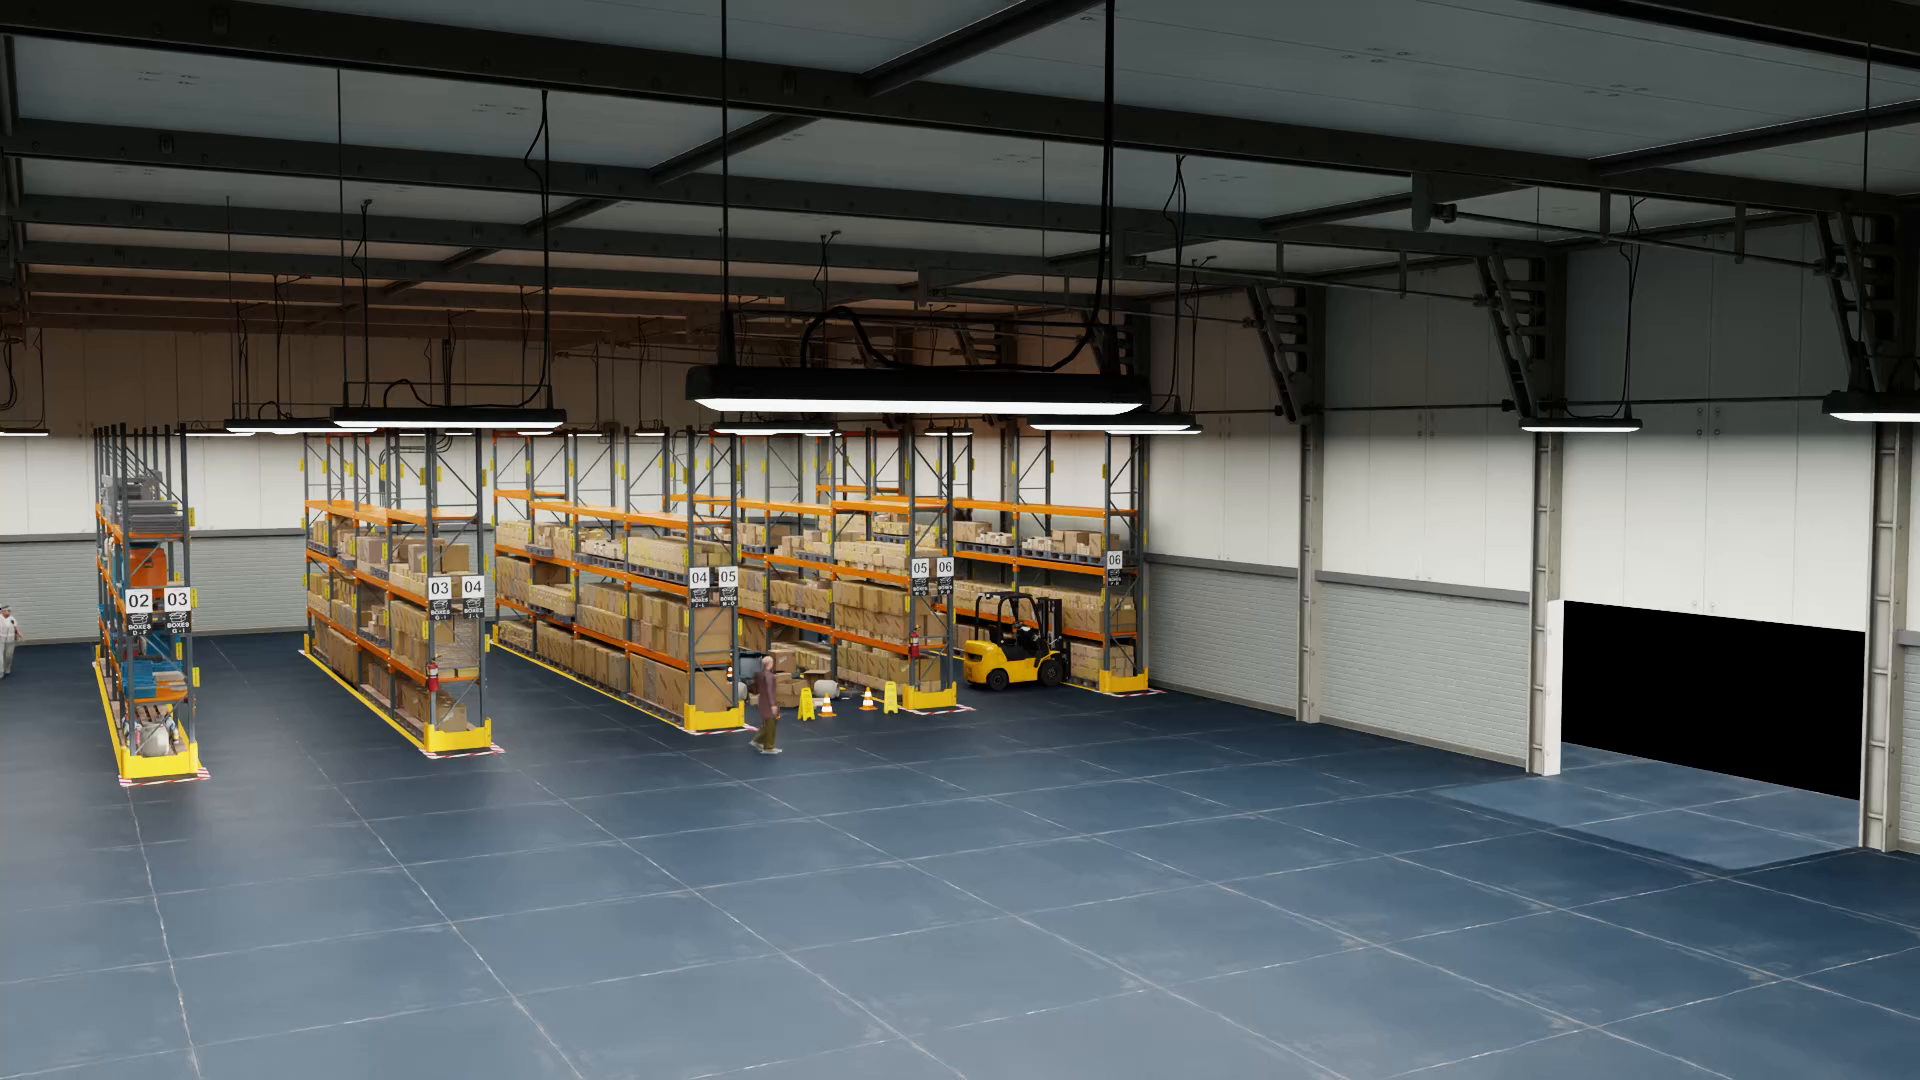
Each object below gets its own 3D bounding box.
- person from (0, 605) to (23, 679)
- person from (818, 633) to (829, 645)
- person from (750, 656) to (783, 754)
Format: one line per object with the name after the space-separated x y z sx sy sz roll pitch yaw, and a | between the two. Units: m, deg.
-23.072 2.442 40.178 0.758 1.758 0.977 -2 4 -30 | person
-3.778 2.115 46.240 0.334 1.607 0.464 -3 4 -38 | person
-3.530 3.008 30.327 0.557 1.789 0.660 -1 4 -16 | person
